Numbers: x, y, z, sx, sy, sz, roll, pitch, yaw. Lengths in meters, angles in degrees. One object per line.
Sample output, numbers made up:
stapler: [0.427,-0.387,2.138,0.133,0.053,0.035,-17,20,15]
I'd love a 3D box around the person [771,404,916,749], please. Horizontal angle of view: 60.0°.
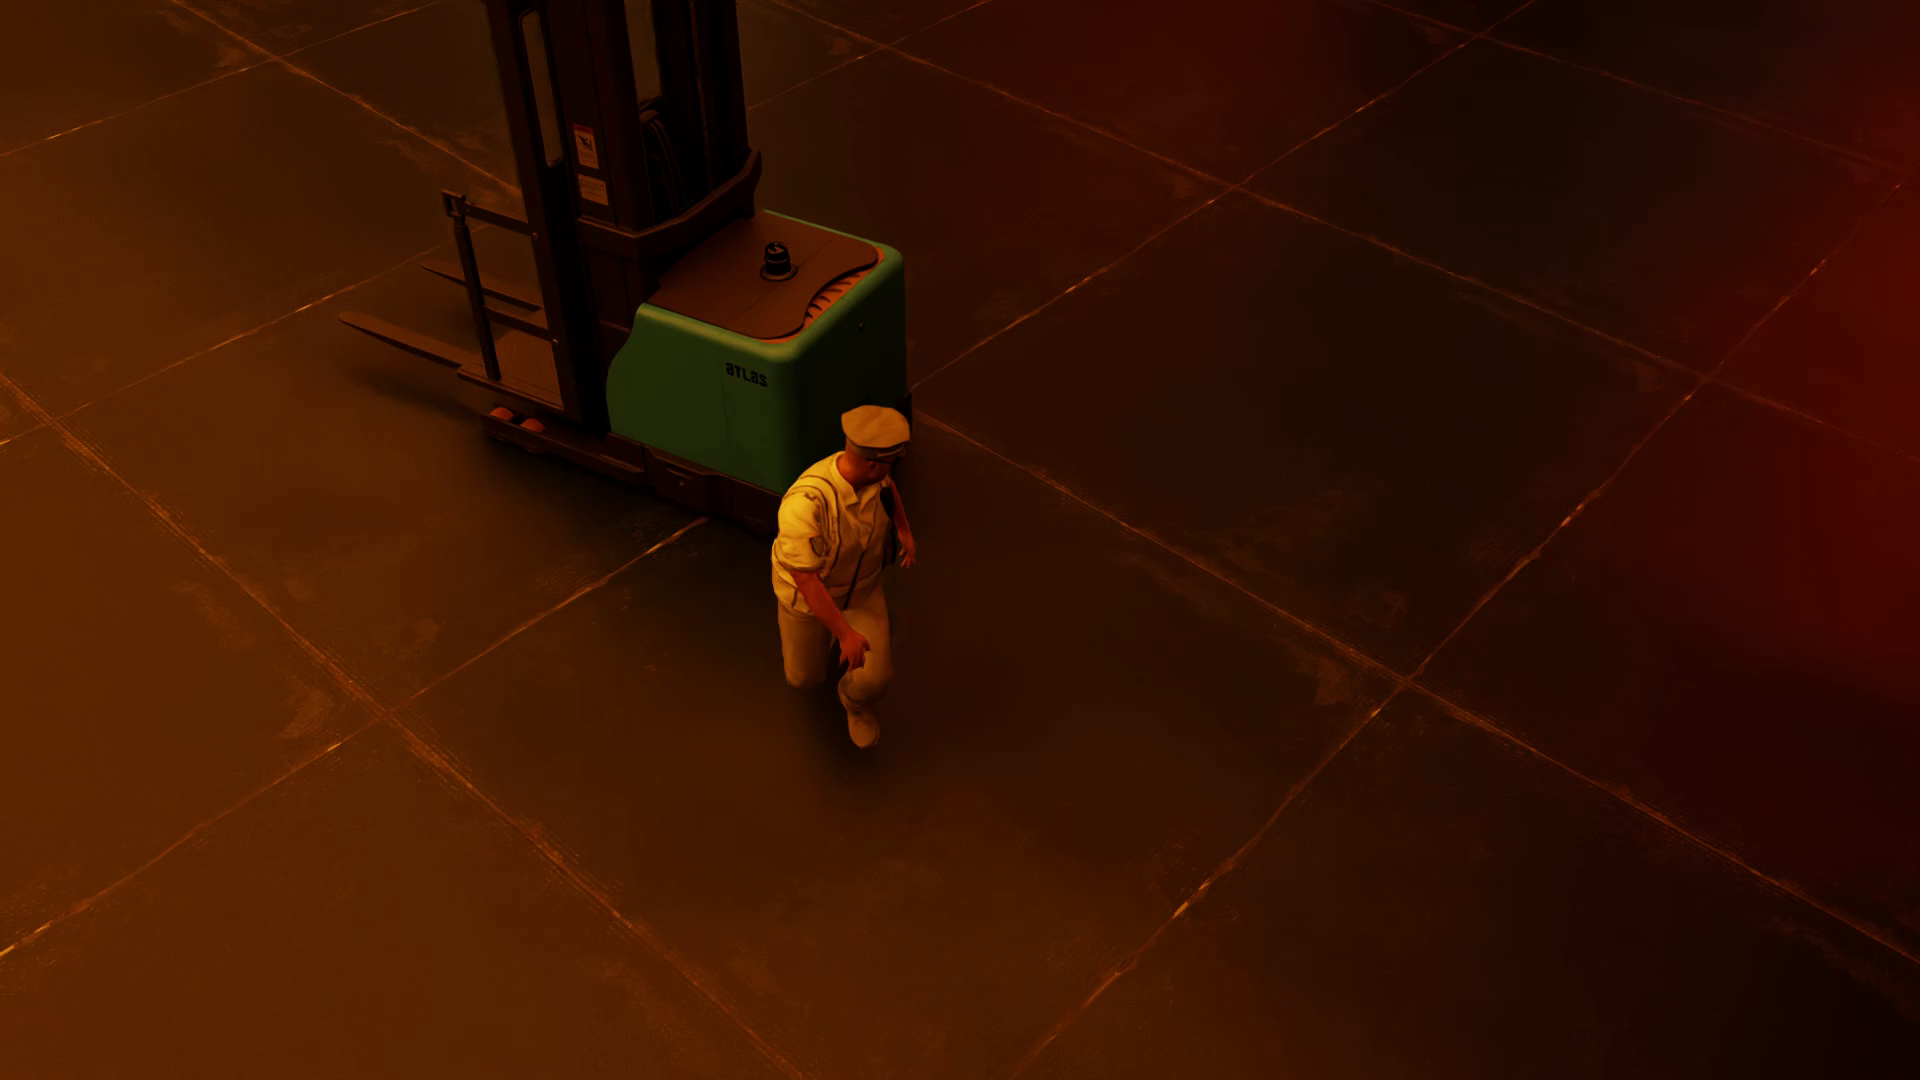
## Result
person: [-0.421,0.101,6.429,0.654,1.531,0.830,-17,43,-18]

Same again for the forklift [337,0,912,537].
forklift: [-1.778,-1.819,7.549,3.031,2.935,1.130,20,45,22]
